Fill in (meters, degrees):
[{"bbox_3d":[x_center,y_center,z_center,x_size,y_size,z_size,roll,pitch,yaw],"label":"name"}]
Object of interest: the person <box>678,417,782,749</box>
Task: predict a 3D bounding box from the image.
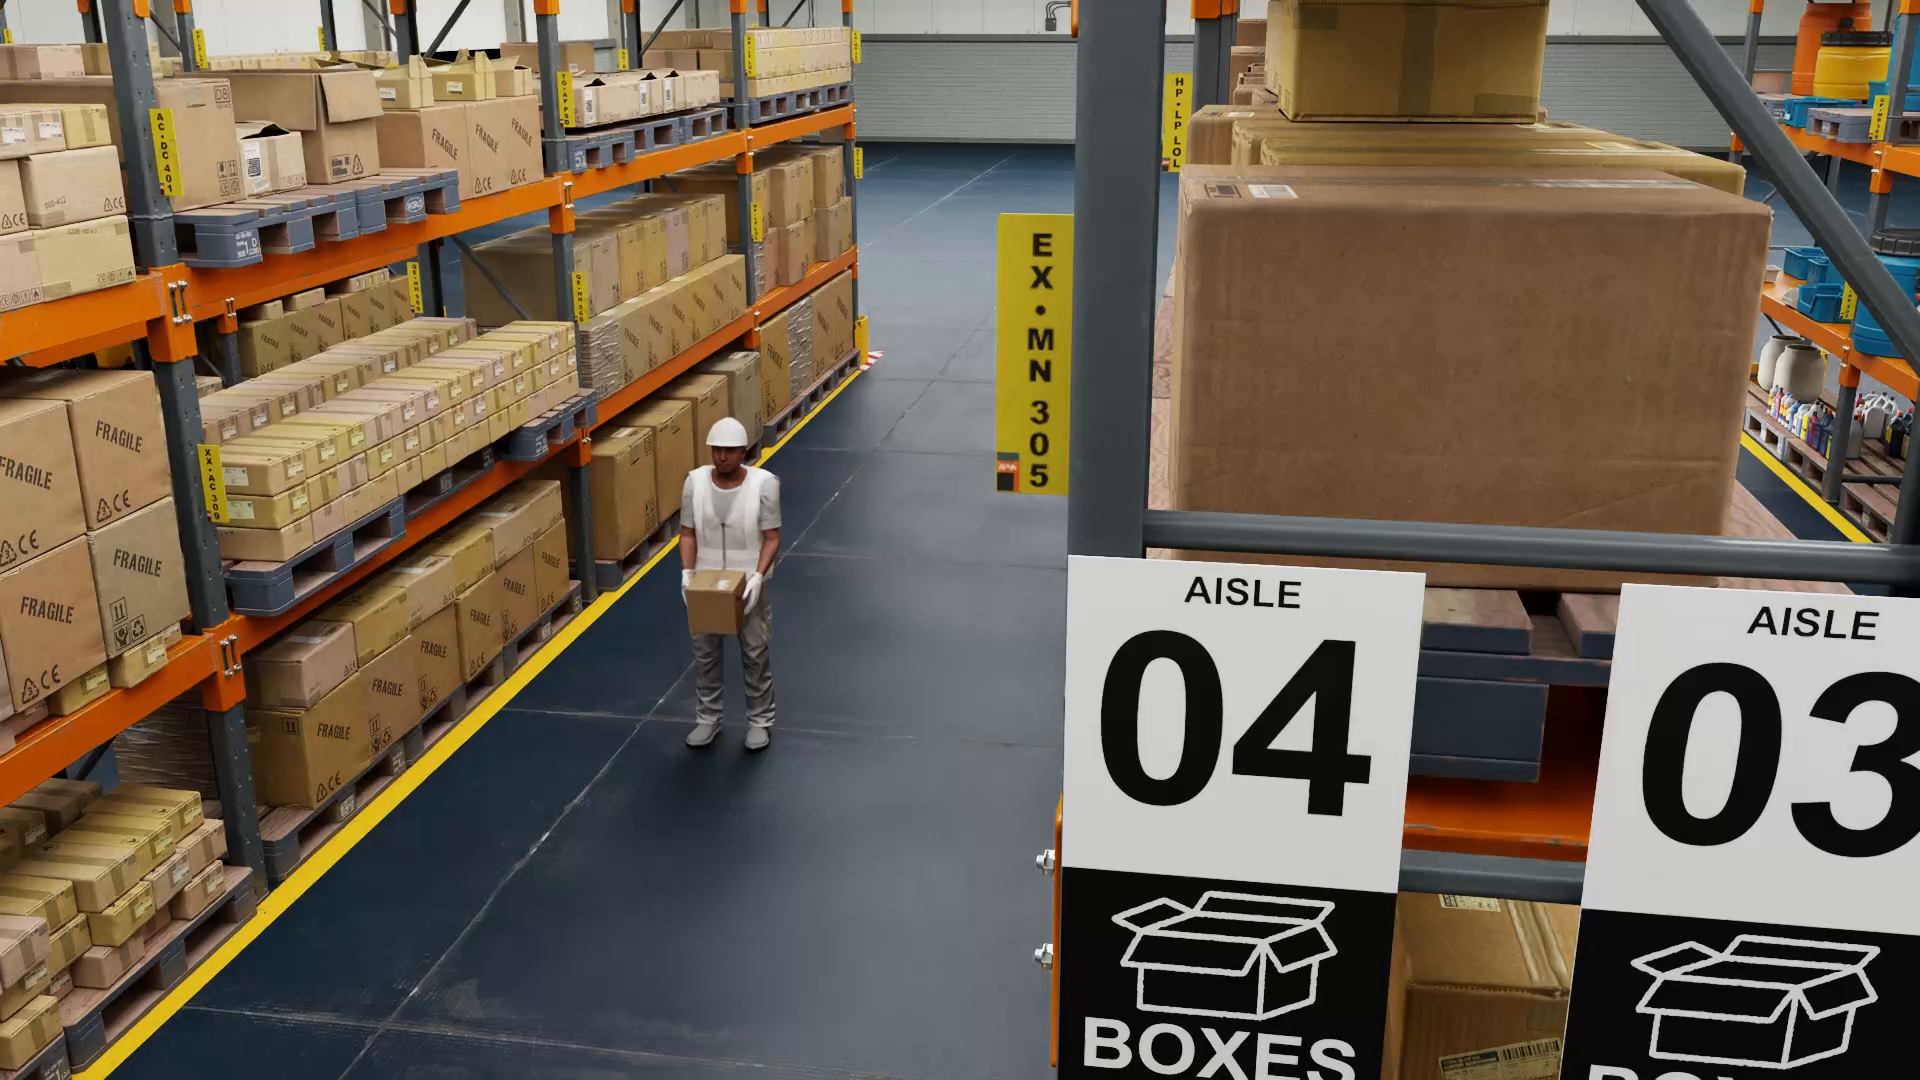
[{"bbox_3d":[-1.214,0.240,8.762,0.549,1.788,0.496,3,18,8],"label":"person"}]
